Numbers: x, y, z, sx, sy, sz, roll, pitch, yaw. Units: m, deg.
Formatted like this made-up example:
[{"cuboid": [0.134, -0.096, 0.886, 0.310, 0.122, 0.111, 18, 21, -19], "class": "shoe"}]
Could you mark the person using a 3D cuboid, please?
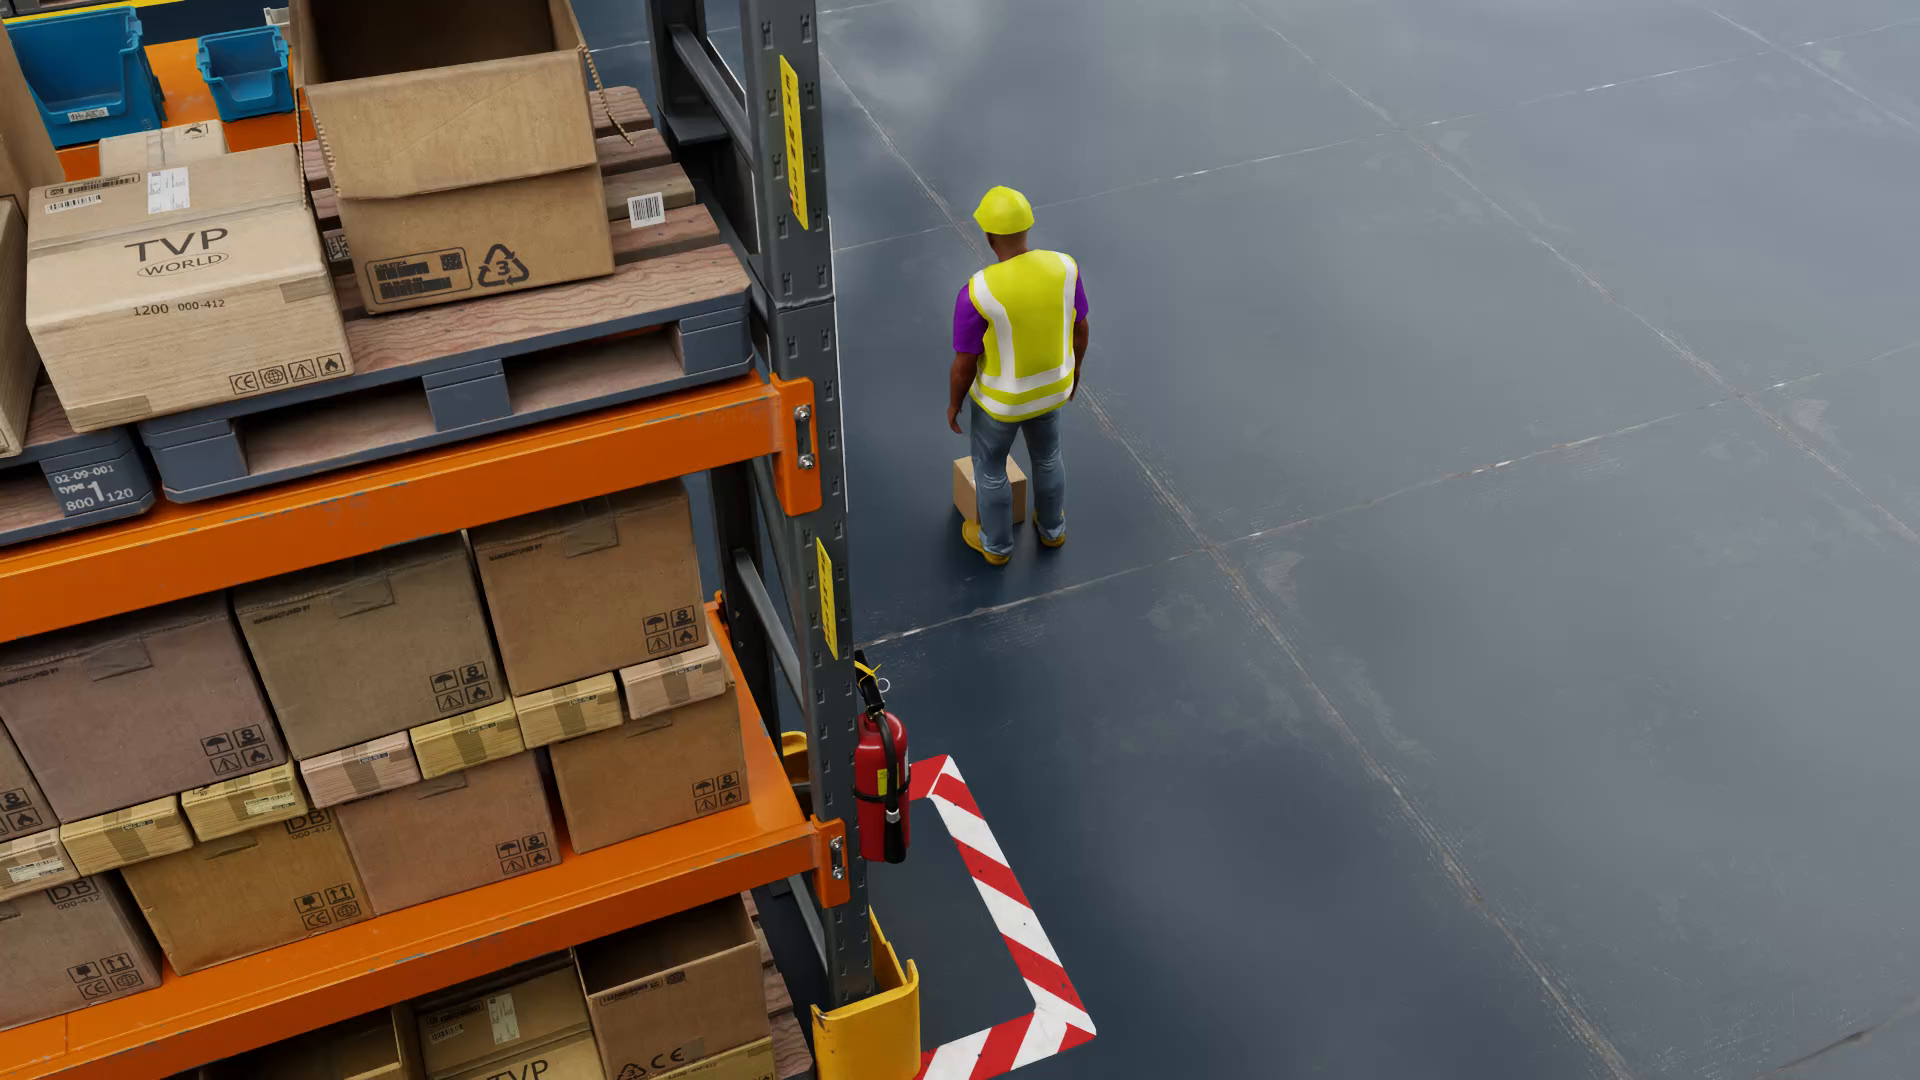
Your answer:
[{"cuboid": [0.228, -0.646, 6.877, 0.629, 1.759, 0.460, -18, 44, -19], "class": "person"}]
